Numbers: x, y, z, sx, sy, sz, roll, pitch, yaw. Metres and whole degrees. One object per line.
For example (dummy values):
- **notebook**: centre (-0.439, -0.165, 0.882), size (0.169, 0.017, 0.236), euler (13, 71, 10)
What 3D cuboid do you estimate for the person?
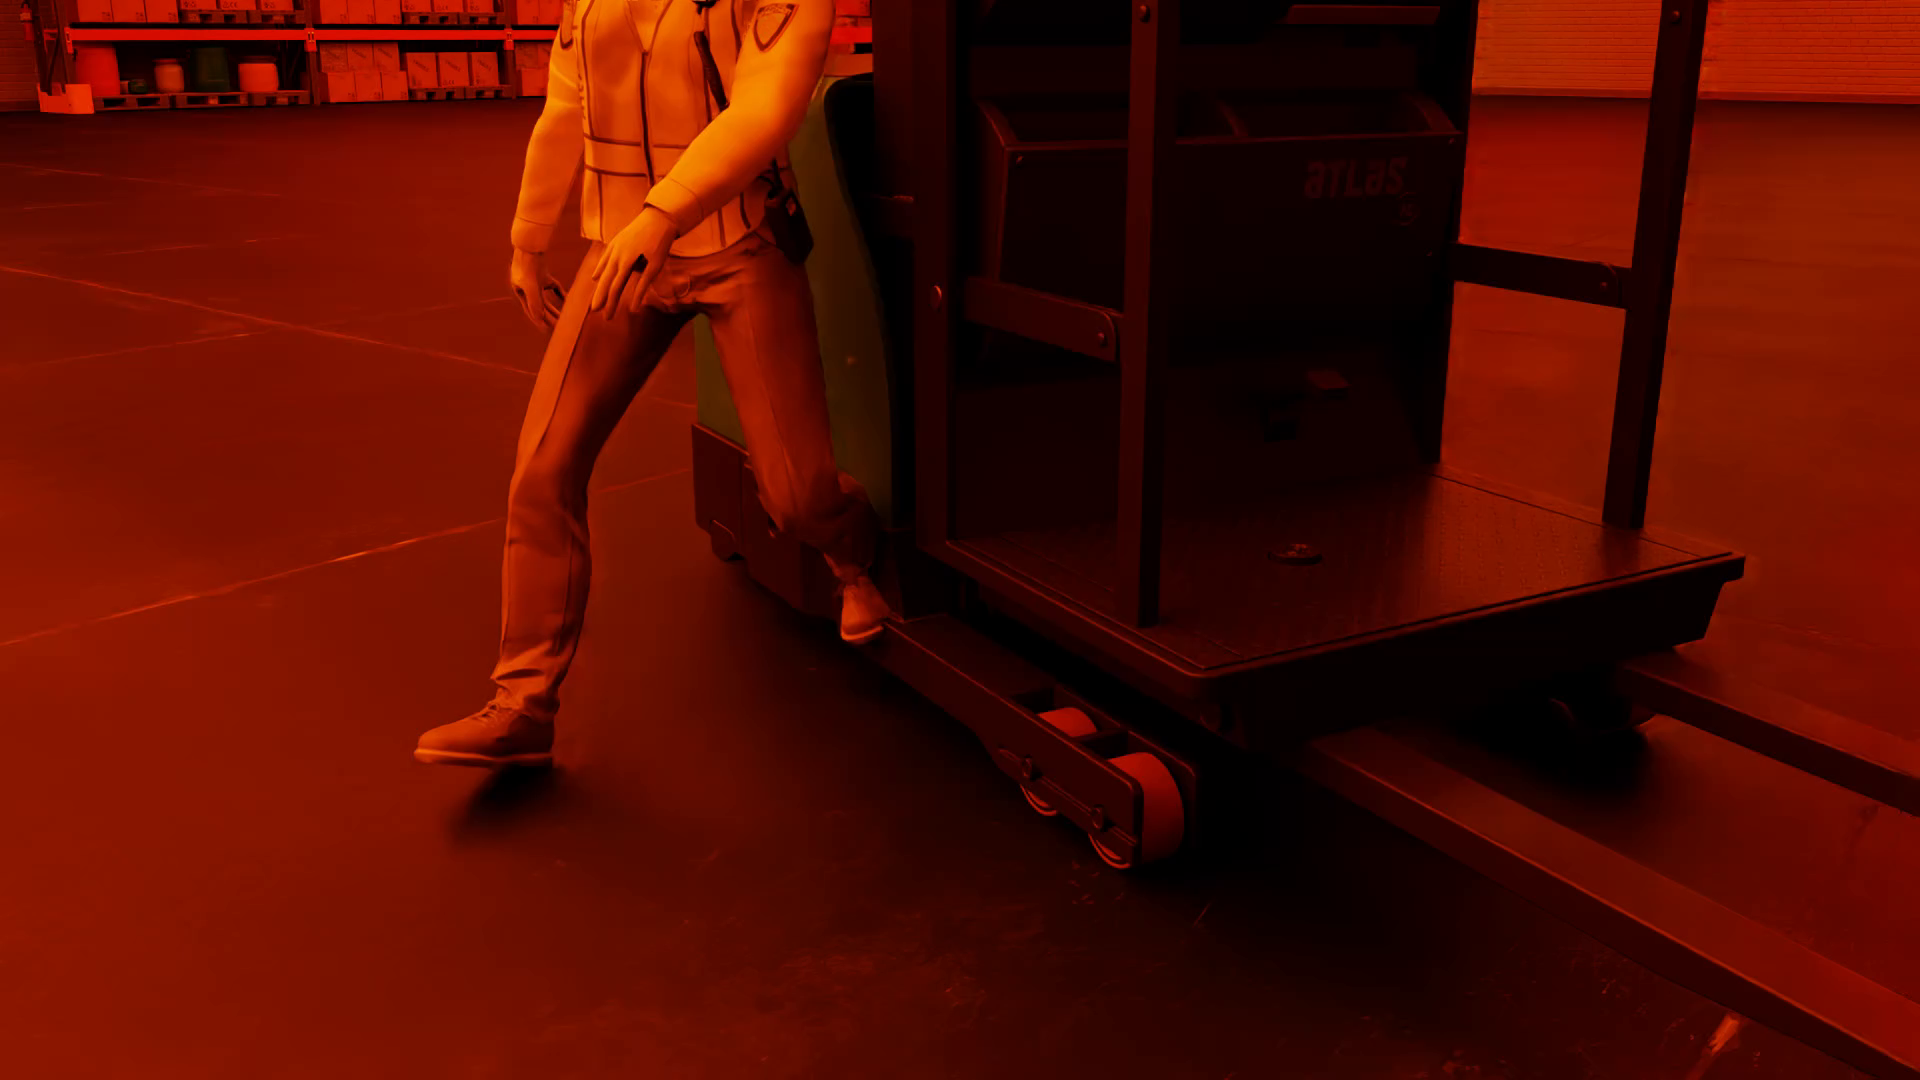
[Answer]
- **person**: centre (-0.497, -0.429, 2.641), size (0.668, 1.584, 0.879), euler (5, 18, 17)

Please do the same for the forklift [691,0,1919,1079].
- **forklift**: centre (0.548, -1.080, 2.455), size (1.130, 2.935, 3.031), euler (-9, 19, -28)
